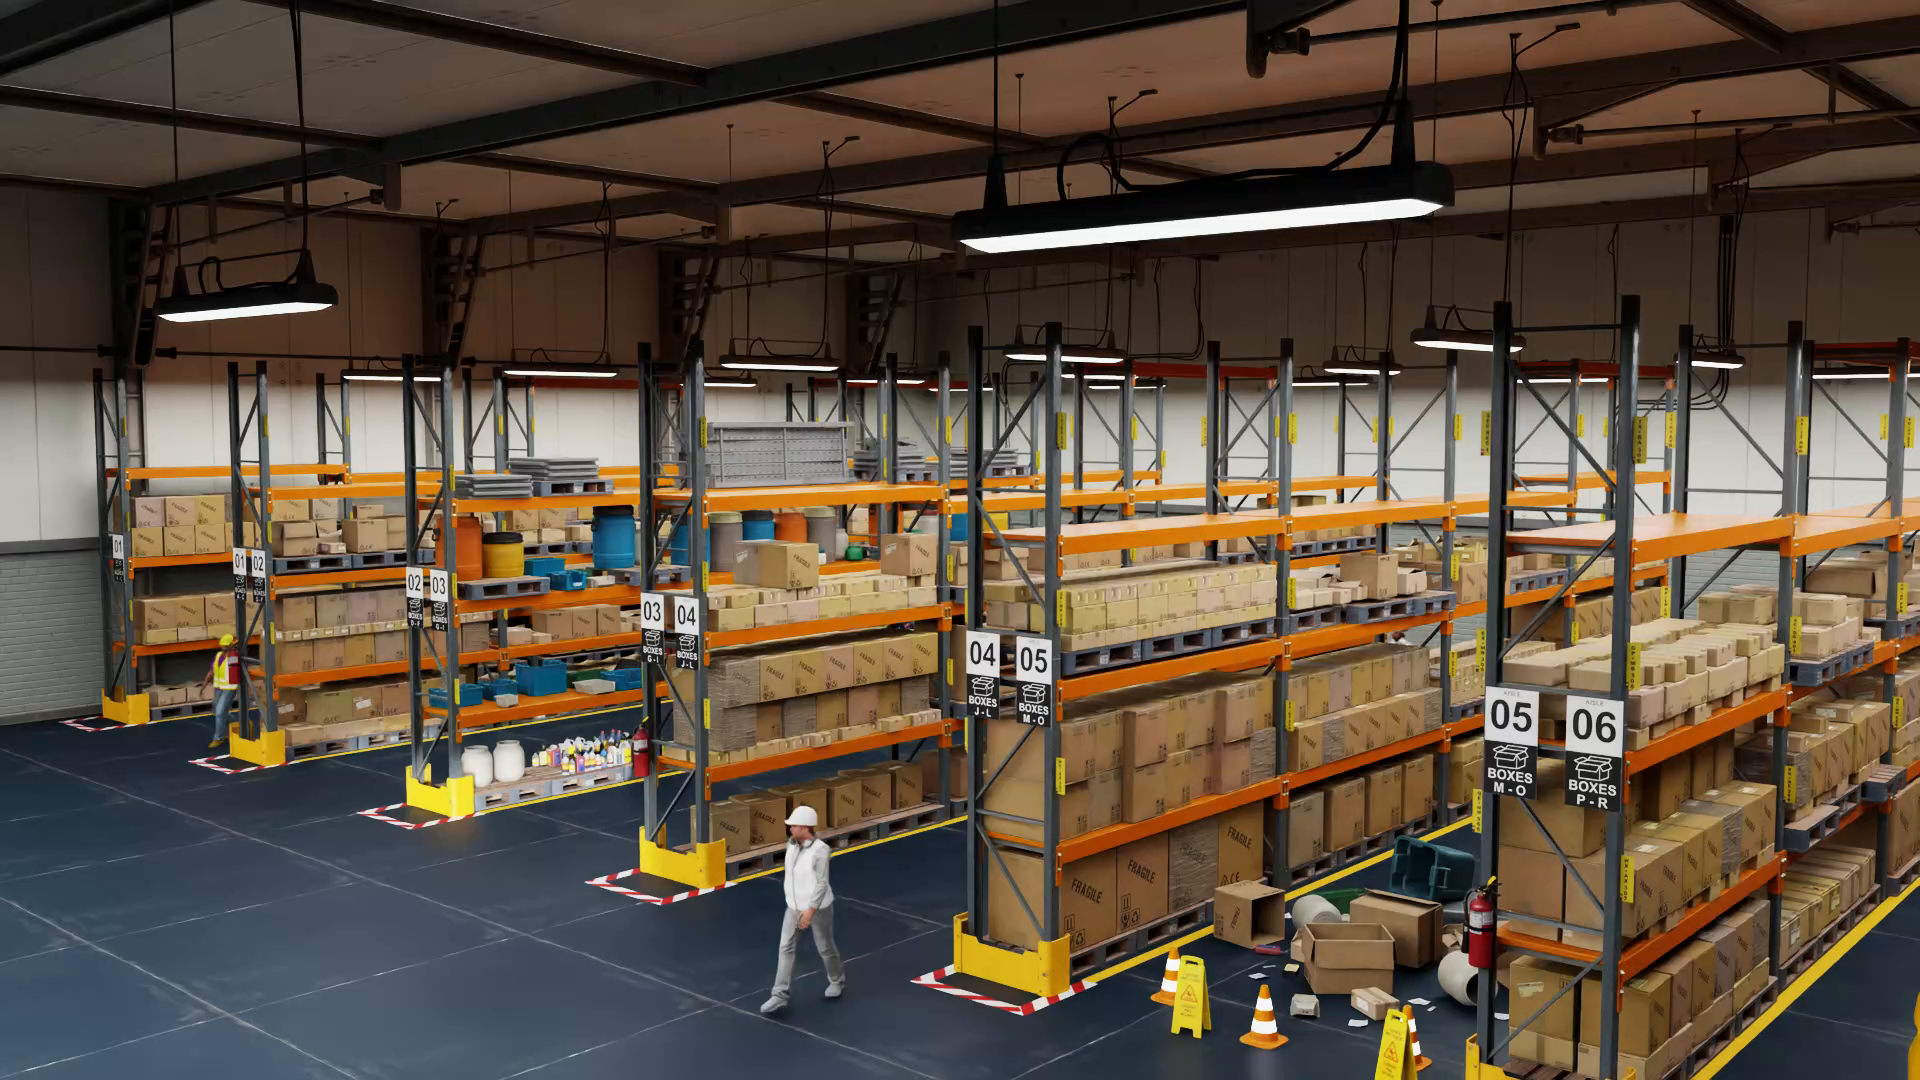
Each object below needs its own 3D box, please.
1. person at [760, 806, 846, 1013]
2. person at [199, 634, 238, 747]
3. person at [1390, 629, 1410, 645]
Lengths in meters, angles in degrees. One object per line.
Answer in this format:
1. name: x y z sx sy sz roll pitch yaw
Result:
1. person: -1.381 3.201 14.569 0.567 1.731 0.957 3 5 36
2. person: -11.633 2.378 26.334 0.658 1.786 0.696 2 5 23
3. person: 7.486 2.249 28.376 0.438 1.619 1.033 3 5 38
